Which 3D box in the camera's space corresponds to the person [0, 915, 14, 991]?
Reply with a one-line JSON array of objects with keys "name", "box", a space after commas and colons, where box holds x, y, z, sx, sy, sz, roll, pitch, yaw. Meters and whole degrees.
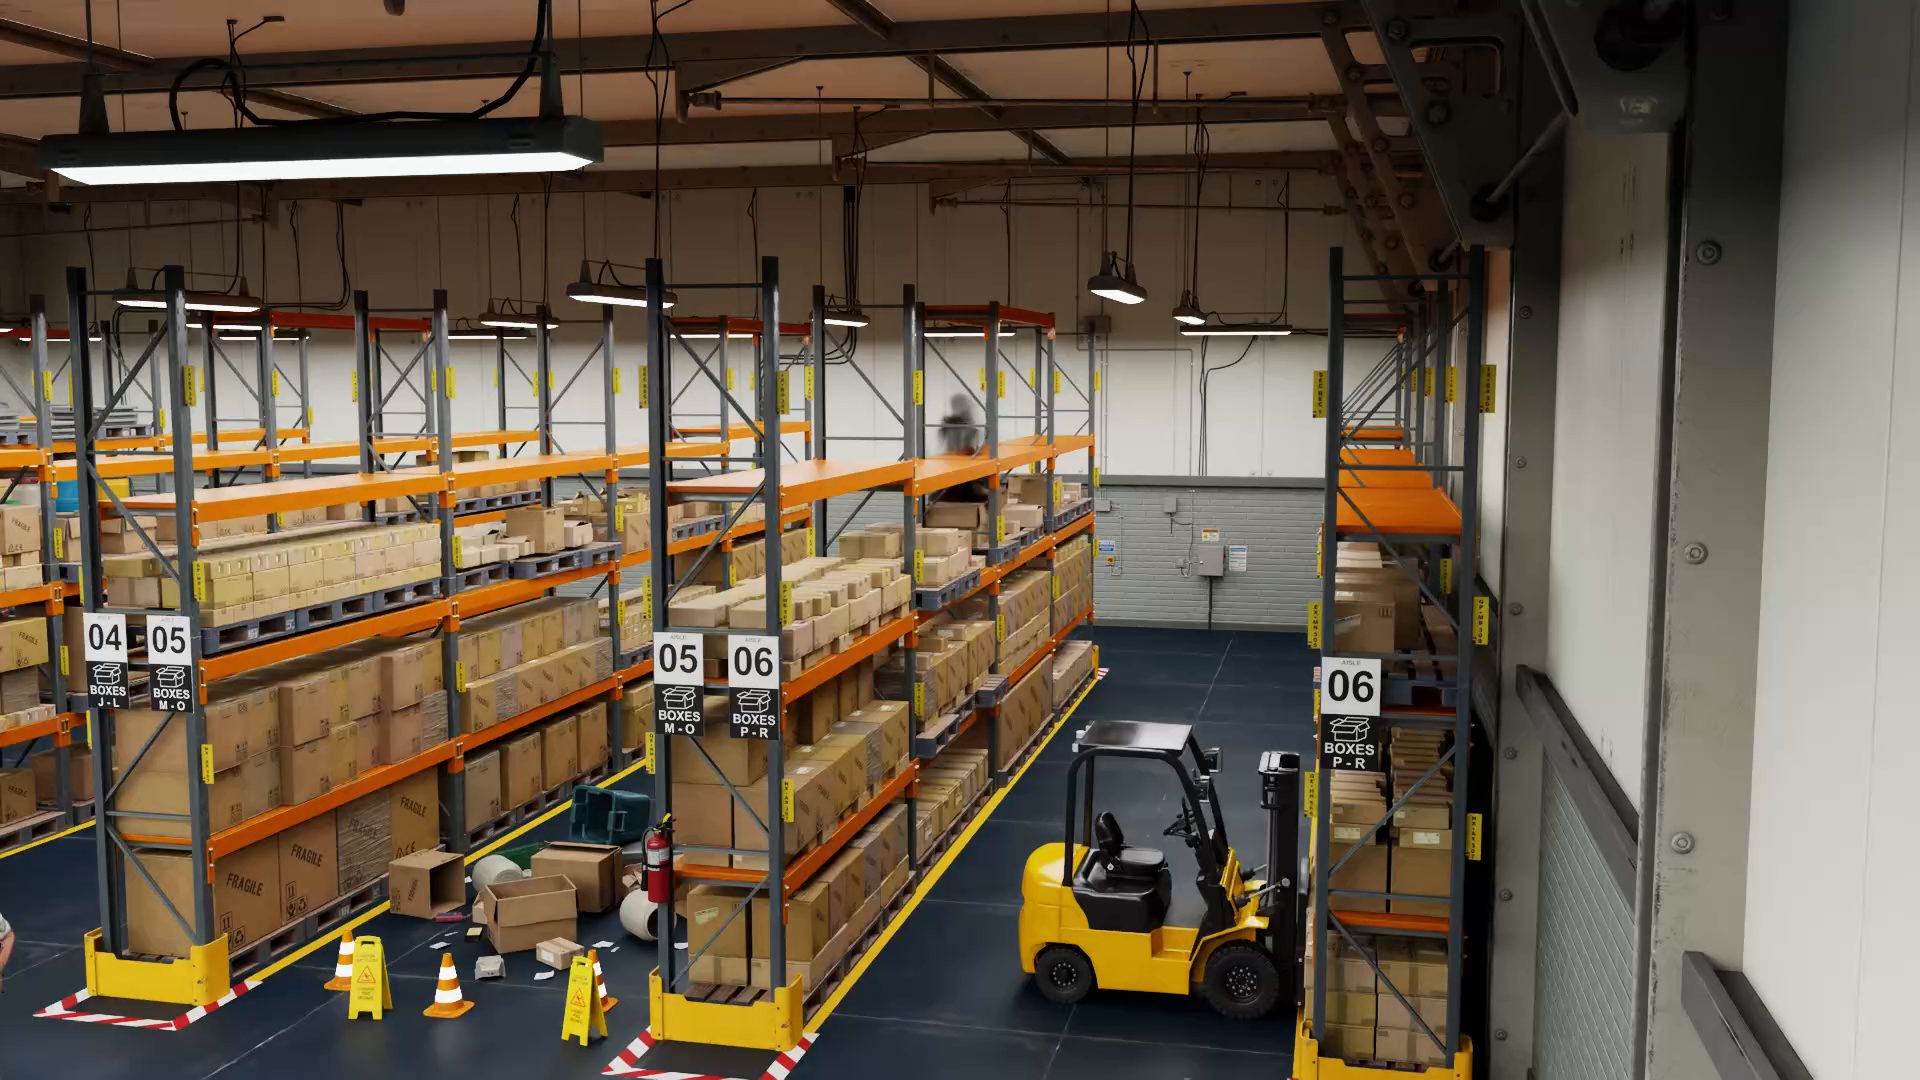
[{"name": "person", "box": [-6.852, 3.142, 11.416, 0.638, 1.752, 0.634, -3, 6, -27]}]
